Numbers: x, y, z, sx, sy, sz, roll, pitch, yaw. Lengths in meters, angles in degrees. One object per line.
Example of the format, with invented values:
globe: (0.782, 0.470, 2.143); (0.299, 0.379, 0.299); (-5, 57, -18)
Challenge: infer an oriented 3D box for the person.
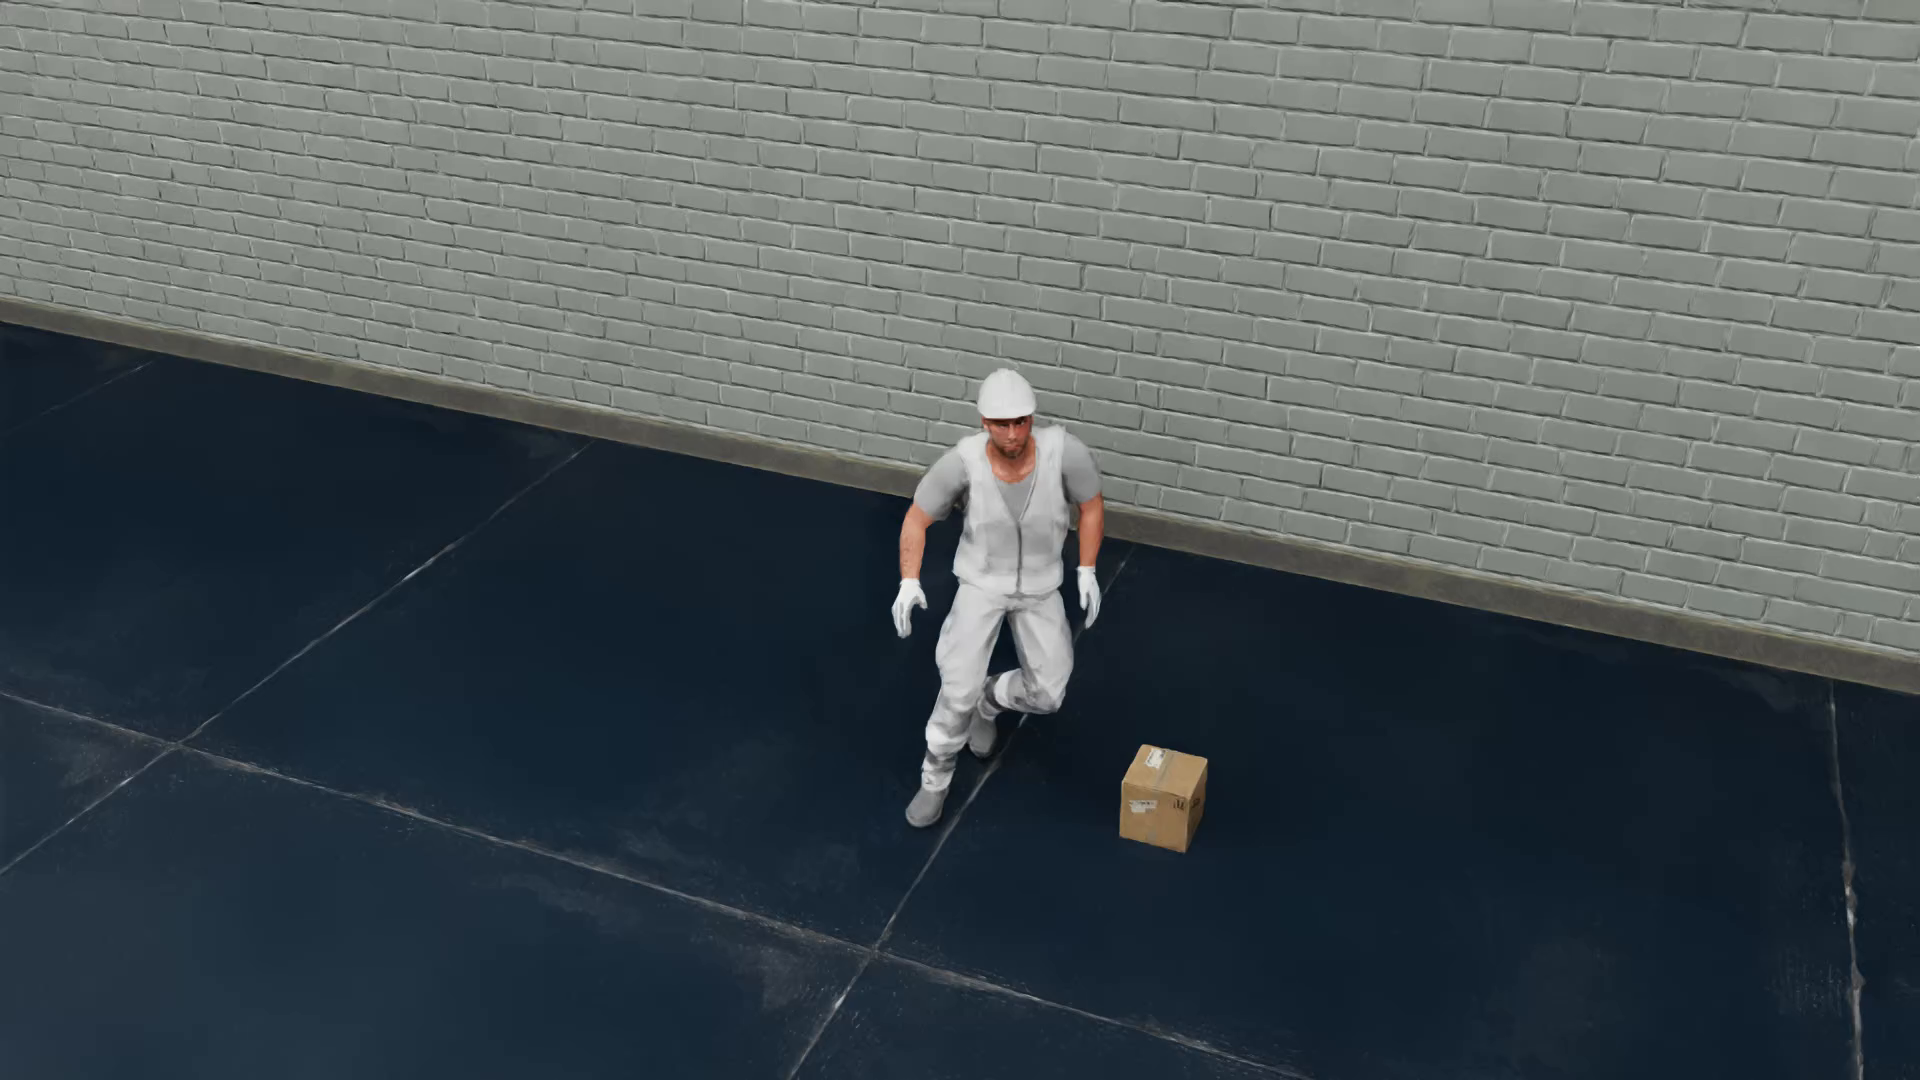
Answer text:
person: (0.122, 0.160, 5.929); (0.801, 1.667, 0.613); (-6, 30, -11)
